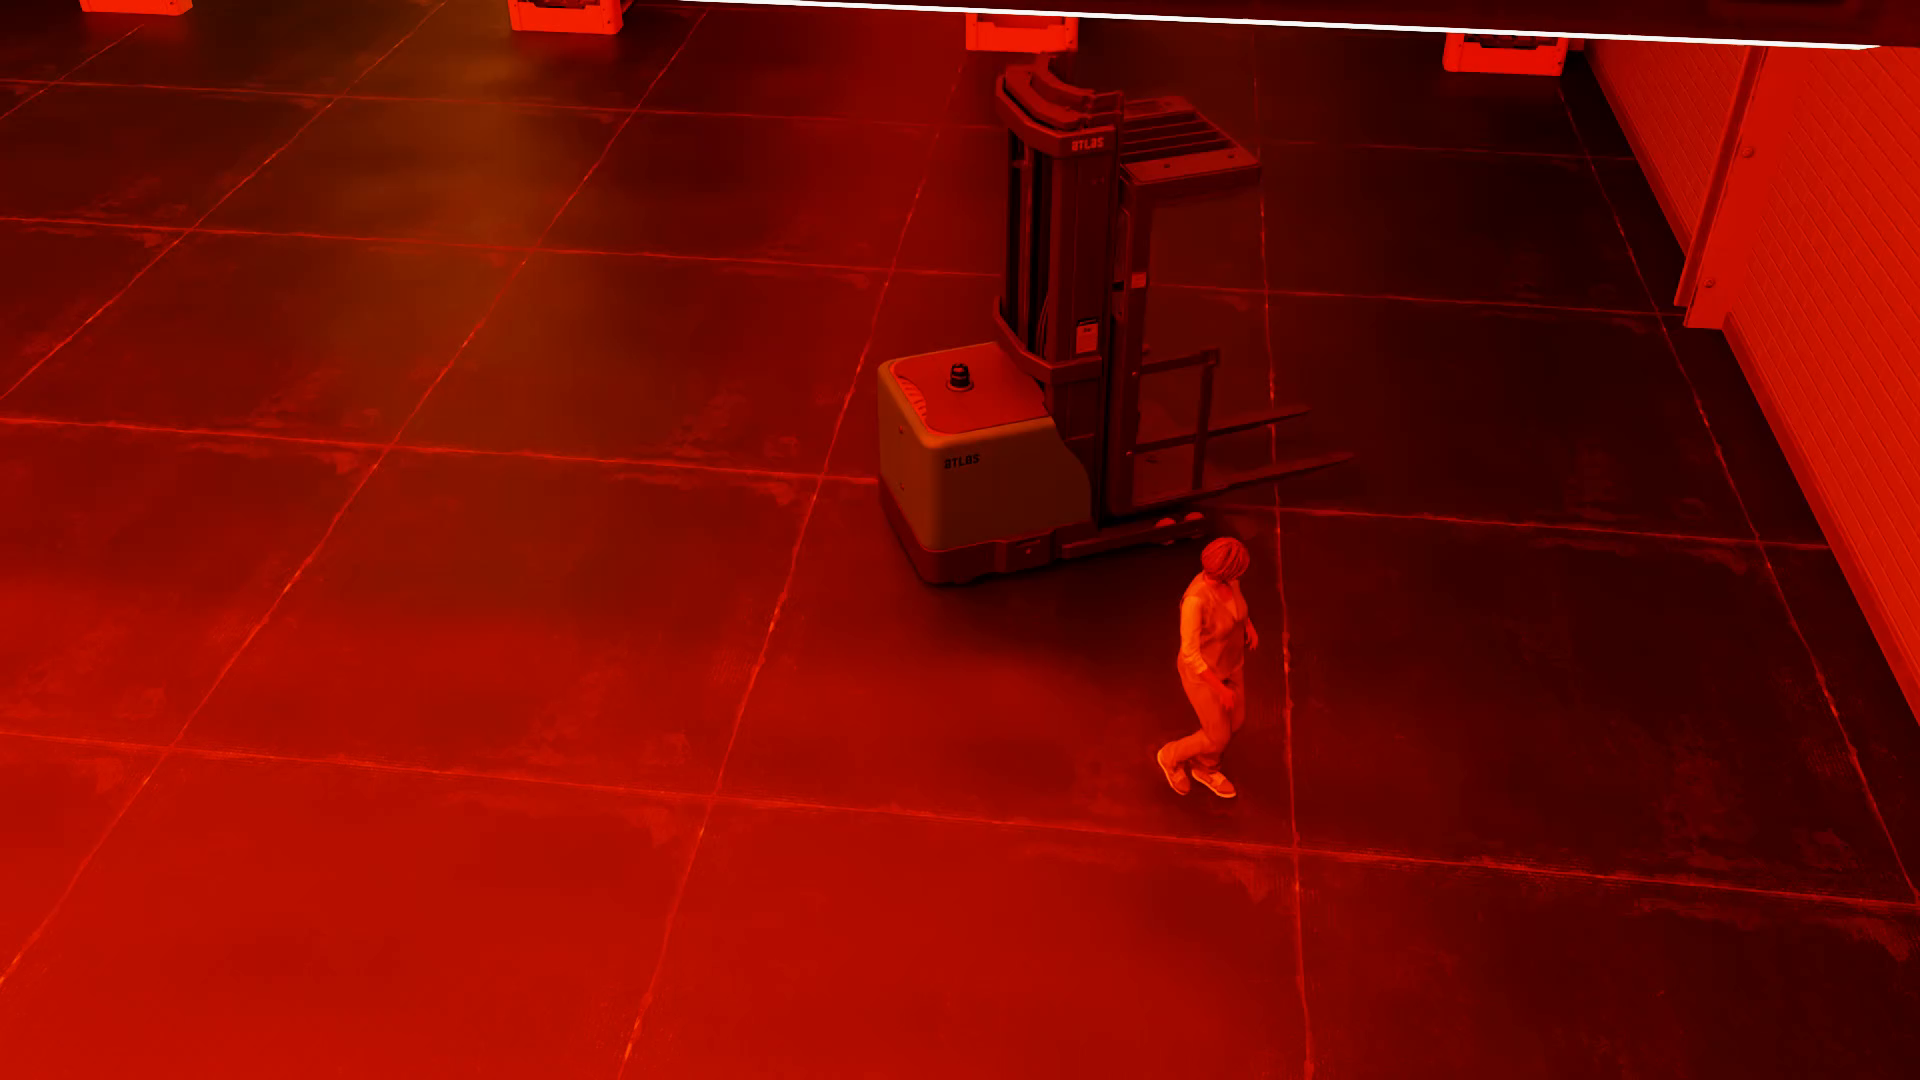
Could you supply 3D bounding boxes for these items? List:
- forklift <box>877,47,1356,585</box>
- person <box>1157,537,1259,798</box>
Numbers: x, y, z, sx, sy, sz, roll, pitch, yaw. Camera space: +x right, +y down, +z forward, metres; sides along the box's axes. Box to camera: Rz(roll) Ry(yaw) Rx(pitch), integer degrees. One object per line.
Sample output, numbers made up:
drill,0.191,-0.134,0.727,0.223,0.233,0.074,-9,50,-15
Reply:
forklift,1.052,-1.434,9.975,3.031,2.935,1.130,-12,38,-16
person,1.311,0.647,8.316,0.425,1.560,0.647,30,46,35
